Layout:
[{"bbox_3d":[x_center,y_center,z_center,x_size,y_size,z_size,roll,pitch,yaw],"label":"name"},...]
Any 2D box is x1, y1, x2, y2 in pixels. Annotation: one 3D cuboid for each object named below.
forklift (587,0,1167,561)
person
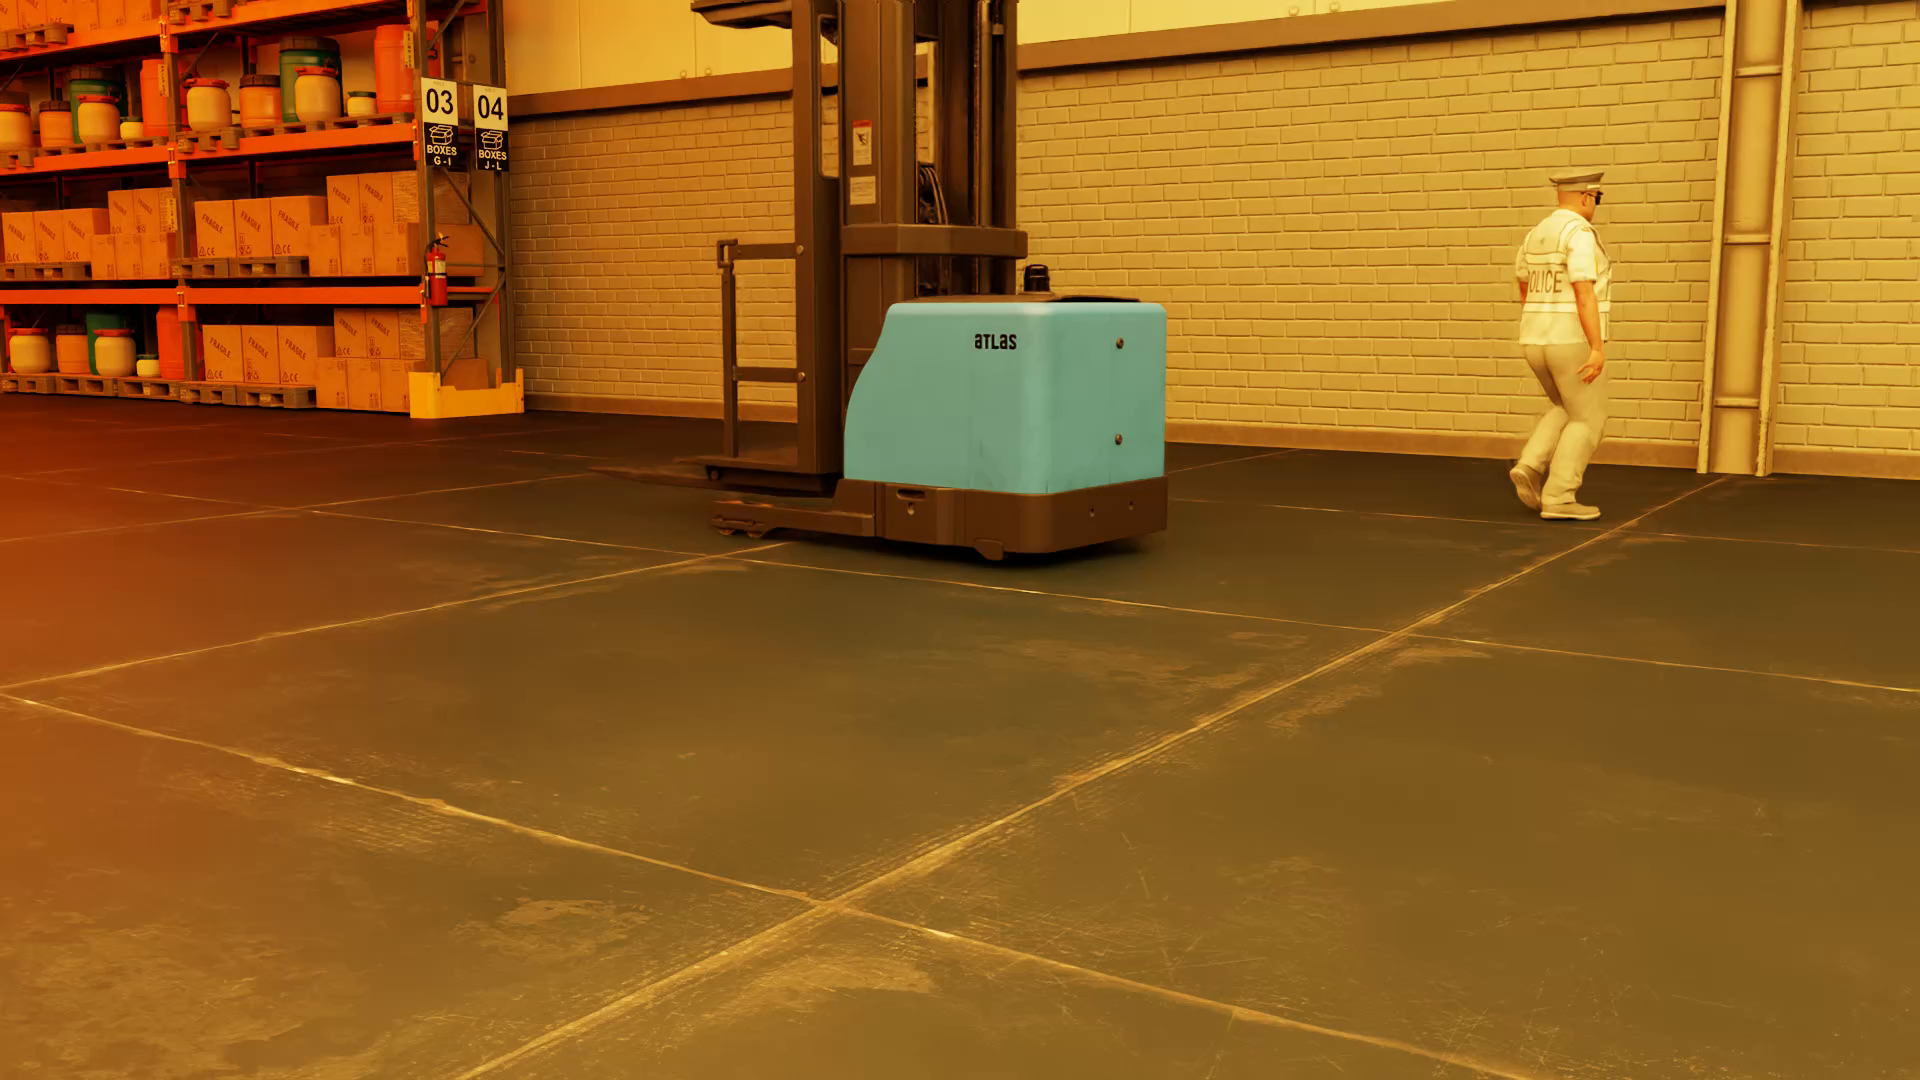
[{"bbox_3d":[-0.546,-1.508,7.795,3.031,2.935,1.130,6,10,38],"label":"forklift"},{"bbox_3d":[3.062,-0.975,8.315,0.485,1.734,0.682,-2,8,-16],"label":"person"}]
